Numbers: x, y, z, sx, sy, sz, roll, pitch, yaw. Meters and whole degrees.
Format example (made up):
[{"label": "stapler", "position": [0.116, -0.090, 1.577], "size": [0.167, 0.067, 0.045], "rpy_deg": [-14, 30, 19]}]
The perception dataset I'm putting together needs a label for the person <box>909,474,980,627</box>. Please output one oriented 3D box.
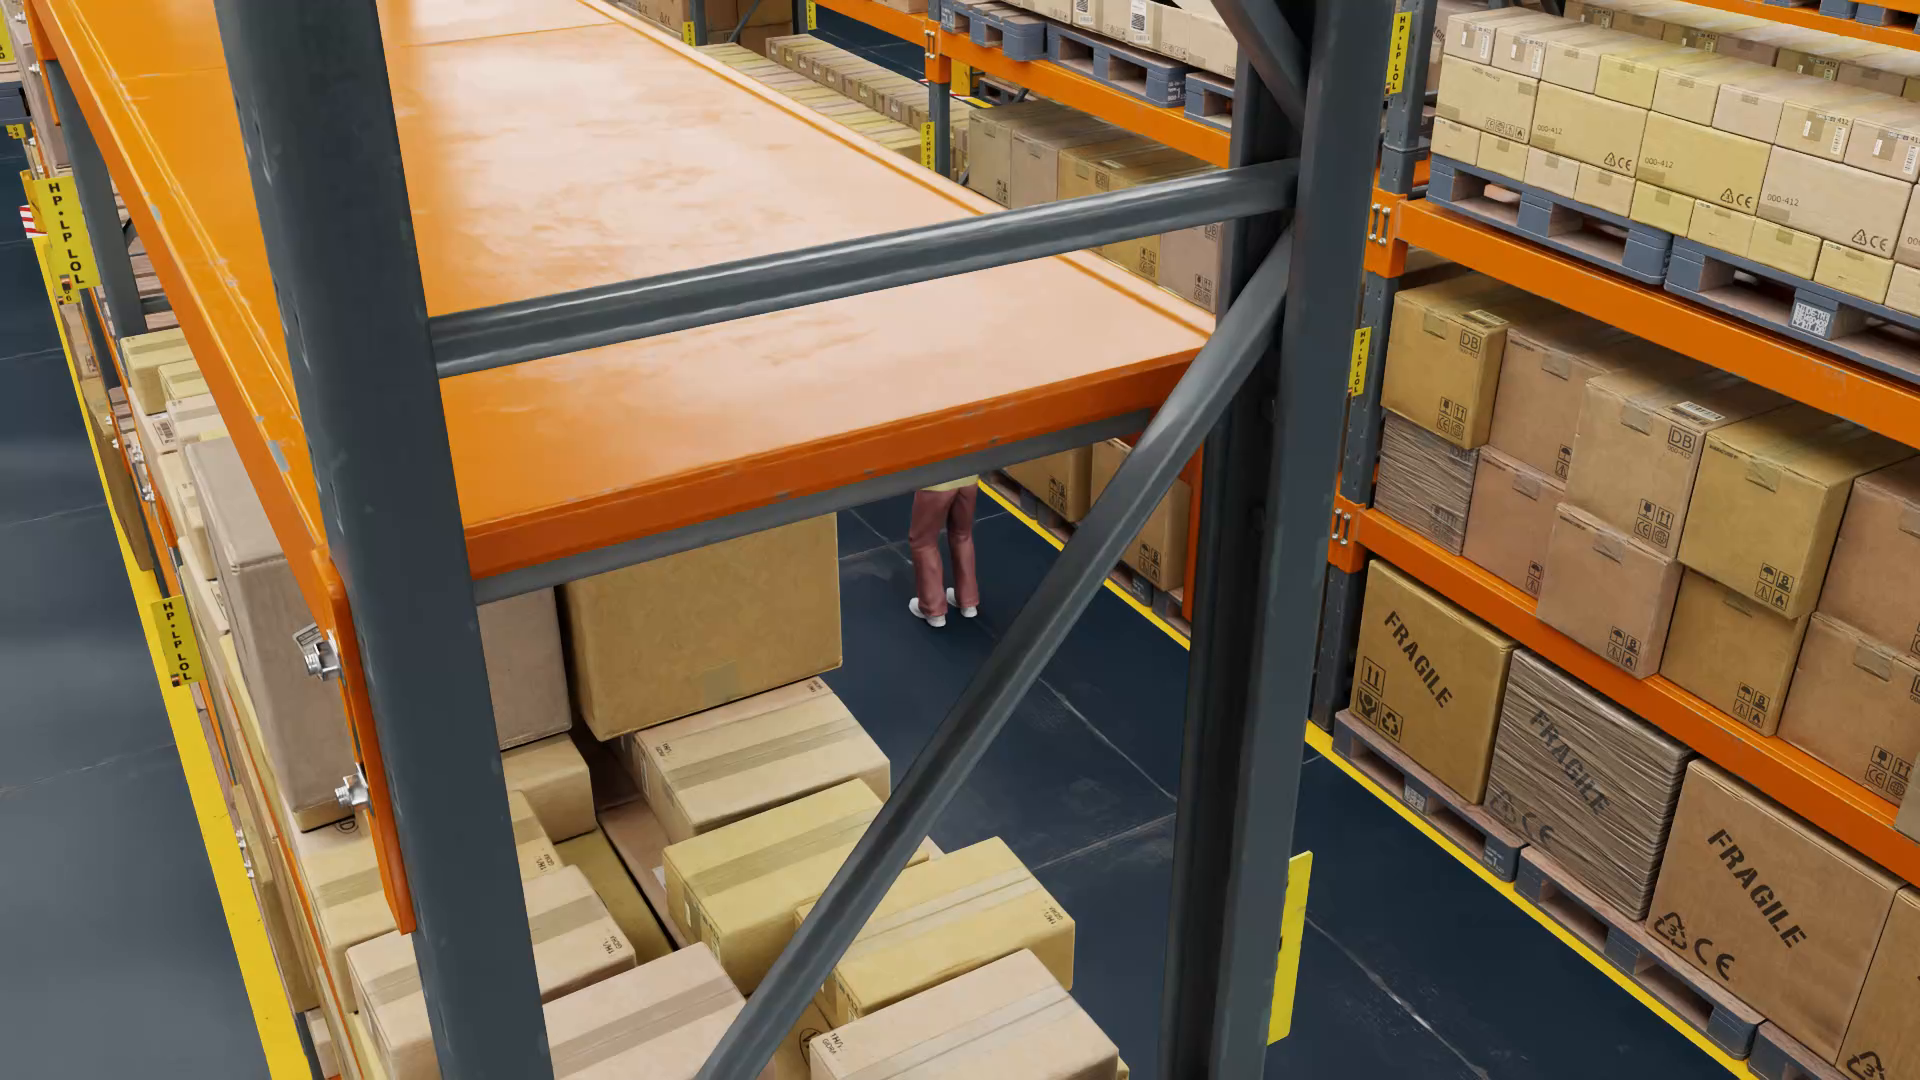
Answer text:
[{"label": "person", "position": [-0.139, -0.339, 9.188], "size": [0.409, 1.661, 0.511], "rpy_deg": [-17, 33, -27]}]
